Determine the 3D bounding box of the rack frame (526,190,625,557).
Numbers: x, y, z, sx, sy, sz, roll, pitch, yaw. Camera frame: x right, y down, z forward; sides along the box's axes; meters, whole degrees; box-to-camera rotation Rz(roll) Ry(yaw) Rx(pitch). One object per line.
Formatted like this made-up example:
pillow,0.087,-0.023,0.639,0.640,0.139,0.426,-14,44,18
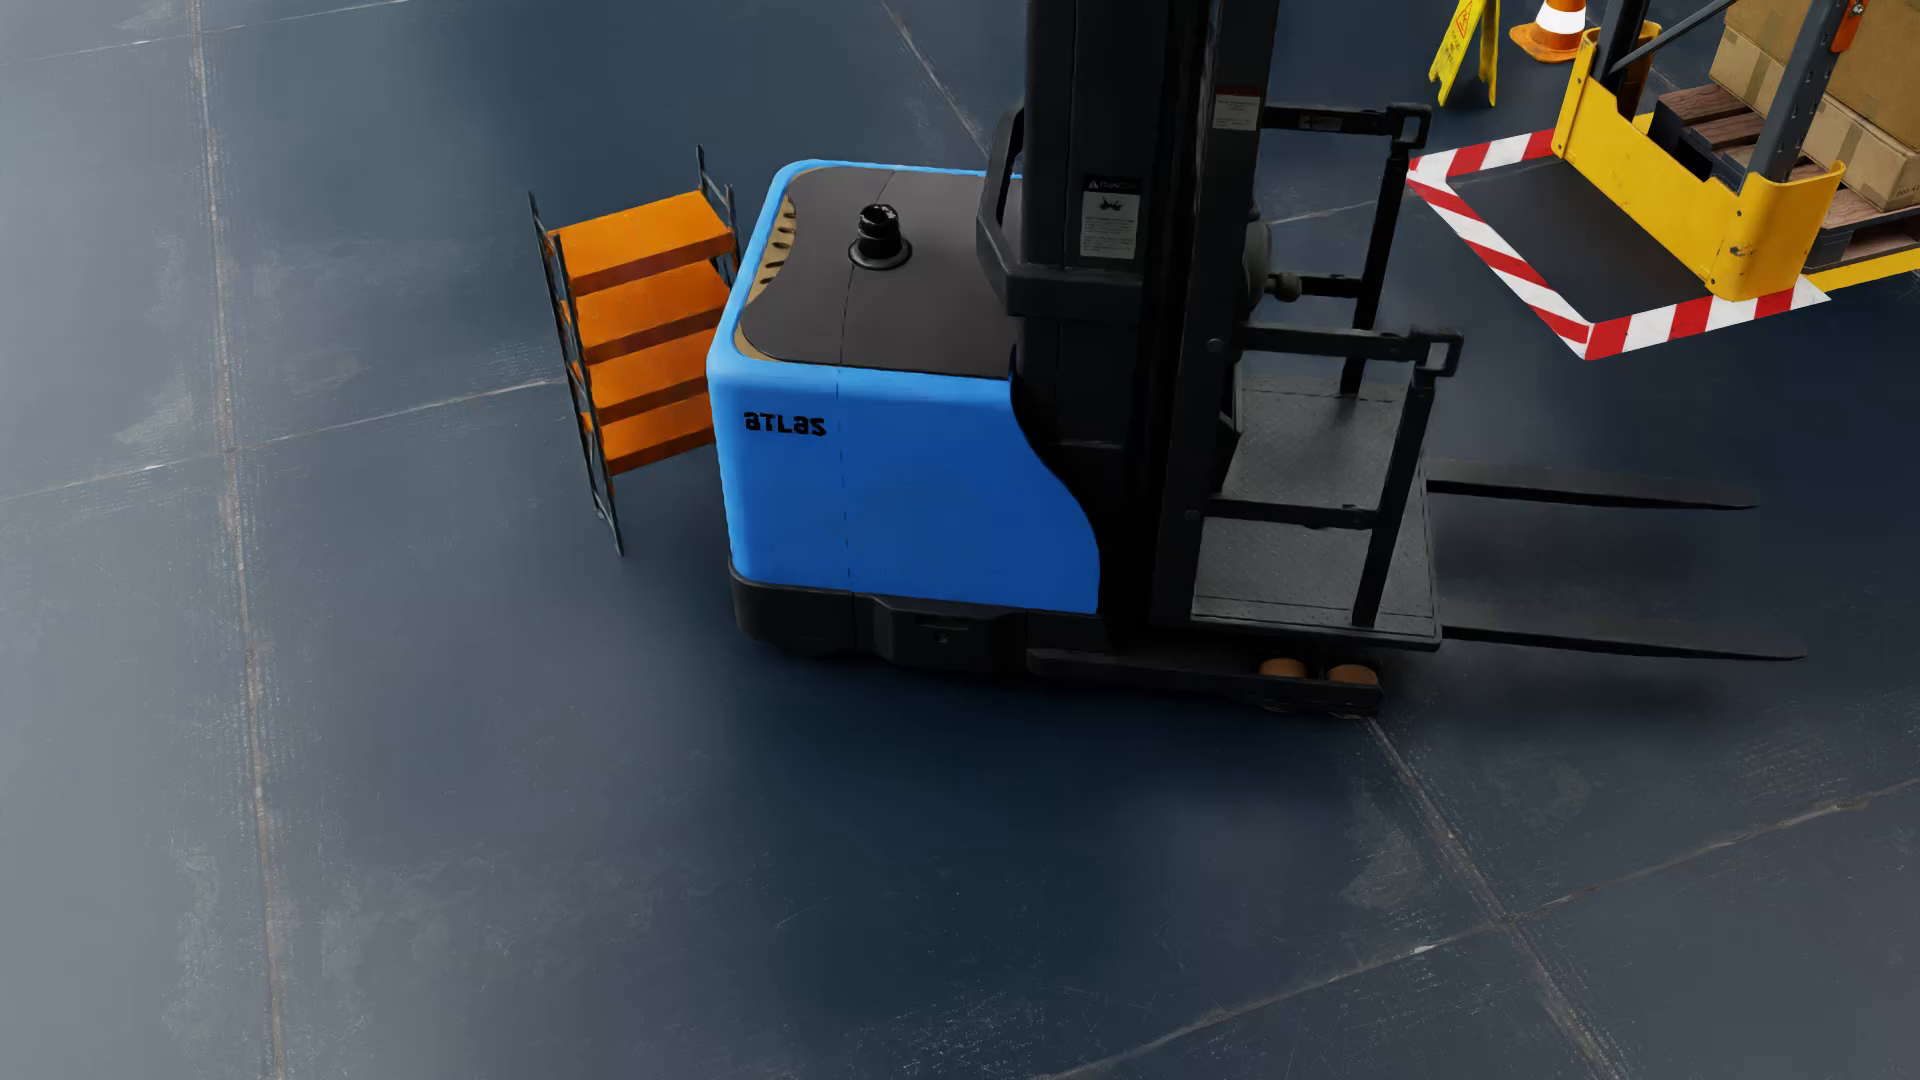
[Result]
rack frame,-1.111,-0.448,4.849,0.015,1.200,0.240,-21,49,-19

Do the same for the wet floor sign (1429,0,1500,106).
wet floor sign,2.166,-2.171,6.958,0.232,0.644,0.267,0,45,0

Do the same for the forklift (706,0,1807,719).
forklift,0.893,-0.926,4.104,3.031,2.935,1.130,5,45,5

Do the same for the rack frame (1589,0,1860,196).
rack frame,2.708,-2.335,5.460,0.127,3.000,1.000,-14,47,-14

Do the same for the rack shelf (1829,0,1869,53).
rack shelf,4.589,-2.562,6.194,4.000,0.370,1.077,-14,47,-14

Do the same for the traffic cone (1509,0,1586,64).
traffic cone,2.675,-2.402,7.318,0.334,0.463,0.336,-14,47,-14

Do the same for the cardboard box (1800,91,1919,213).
cardboard box,3.561,-1.522,6.294,0.500,0.250,0.500,-15,47,-14

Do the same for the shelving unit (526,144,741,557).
shelving unit,-0.895,-0.529,4.930,0.503,1.200,0.258,-21,49,-19

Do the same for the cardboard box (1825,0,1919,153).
cardboard box,3.583,-1.793,6.035,0.500,0.500,0.500,-16,47,-15

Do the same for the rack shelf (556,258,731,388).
rack shelf,-0.895,-0.639,4.819,0.480,0.148,0.258,-21,49,-19

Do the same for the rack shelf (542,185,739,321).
rack shelf,-0.895,-0.806,4.652,0.480,0.148,0.258,-21,49,-19

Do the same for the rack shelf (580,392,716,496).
rack shelf,-0.895,-0.341,5.118,0.480,0.148,0.258,-21,49,-19

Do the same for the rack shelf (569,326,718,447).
rack shelf,-0.895,-0.481,4.977,0.480,0.148,0.258,-21,49,-19

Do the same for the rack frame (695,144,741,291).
rack frame,-0.679,-0.610,5.011,0.015,1.200,0.240,-21,49,-19

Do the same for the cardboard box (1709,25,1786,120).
cardboard box,3.400,-1.892,6.663,0.500,0.250,0.500,-15,47,-14

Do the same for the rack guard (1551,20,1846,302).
rack guard,2.780,-1.471,6.363,0.348,0.500,1.175,-14,47,-14

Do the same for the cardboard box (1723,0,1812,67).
cardboard box,3.373,-2.144,6.384,0.500,0.500,0.500,-14,47,-14

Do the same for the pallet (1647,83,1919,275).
pallet,3.556,-1.541,6.637,1.213,0.211,1.003,-14,47,-14
